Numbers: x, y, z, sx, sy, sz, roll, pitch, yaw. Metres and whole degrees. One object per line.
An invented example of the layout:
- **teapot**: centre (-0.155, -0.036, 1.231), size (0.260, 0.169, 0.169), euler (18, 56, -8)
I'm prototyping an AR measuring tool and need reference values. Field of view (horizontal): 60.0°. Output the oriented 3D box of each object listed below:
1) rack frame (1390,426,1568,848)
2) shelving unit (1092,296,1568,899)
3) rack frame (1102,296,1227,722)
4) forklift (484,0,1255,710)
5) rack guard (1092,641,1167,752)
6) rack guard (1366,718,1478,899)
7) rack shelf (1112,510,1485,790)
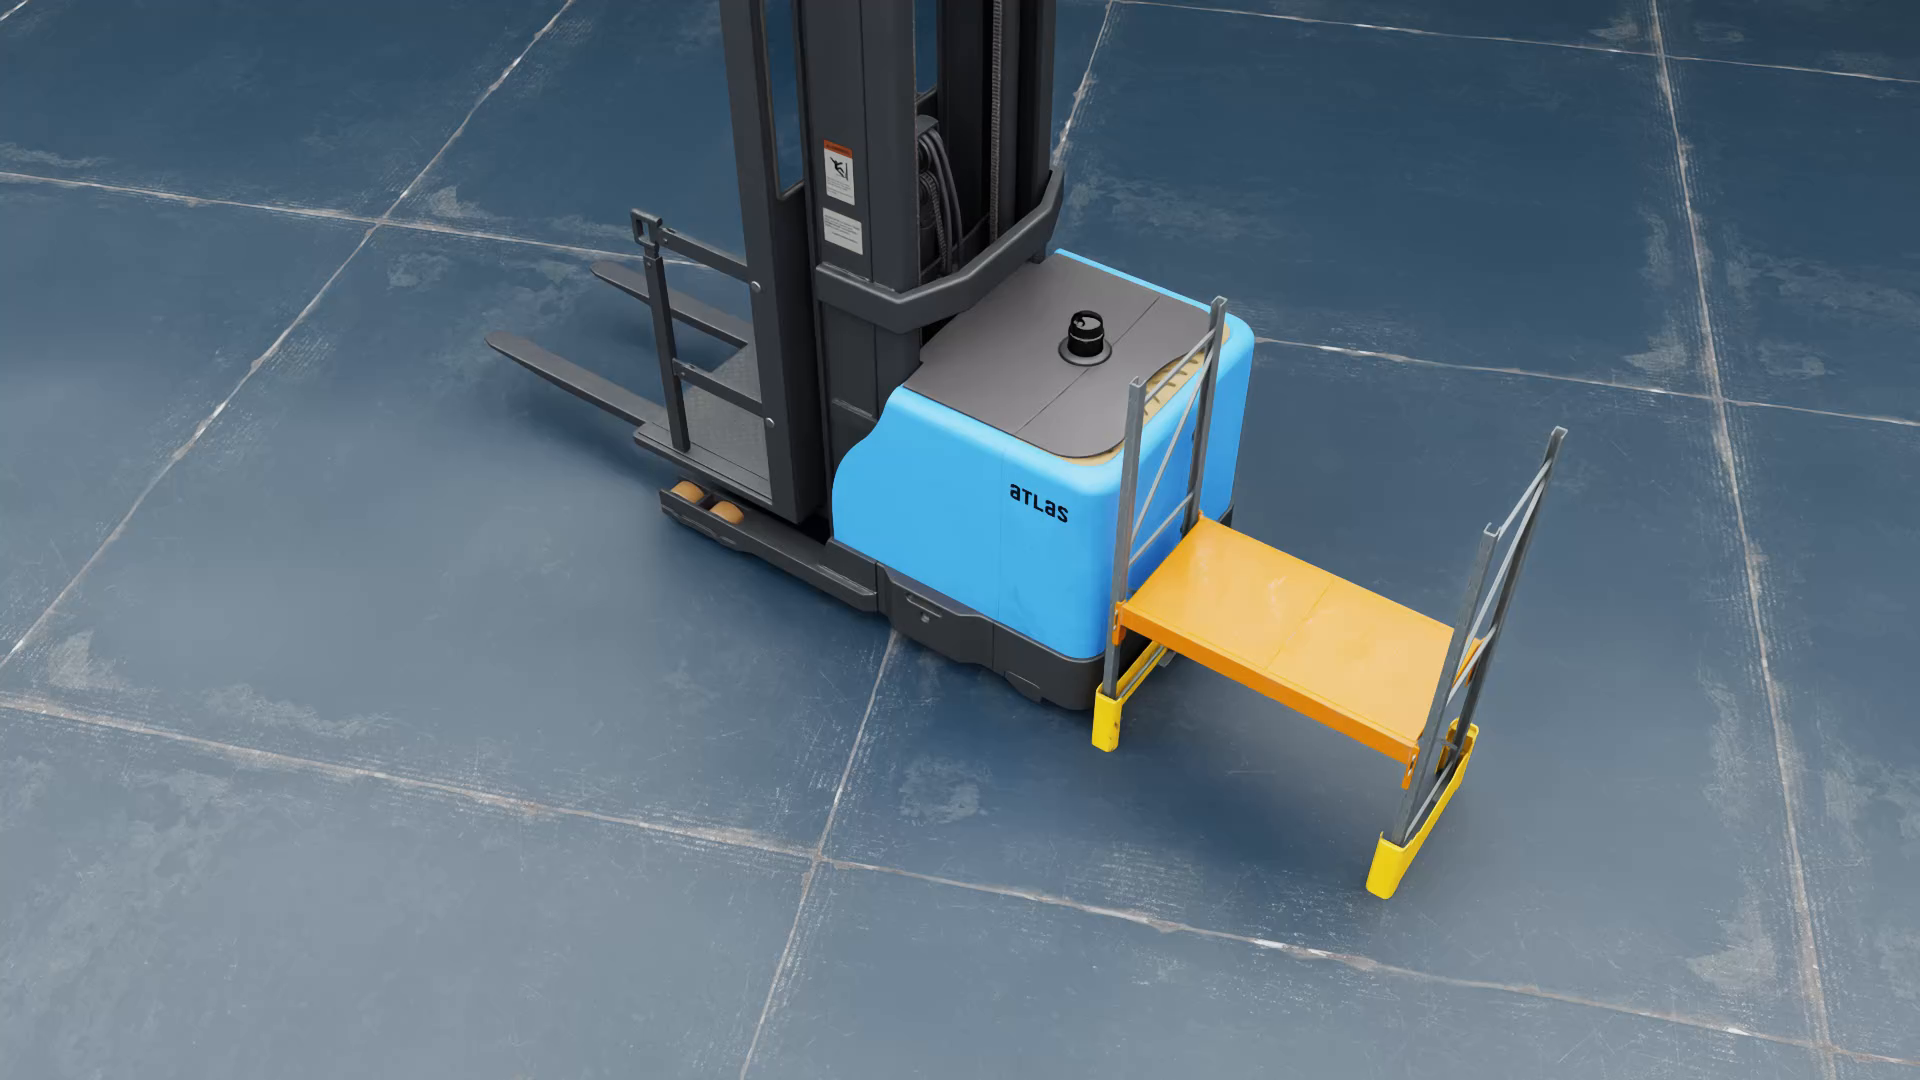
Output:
- **rack frame**: centre (1.449, 0.385, 4.768), size (0.032, 1.500, 0.500), euler (26, 50, 25)
- **shelving unit**: centre (1.041, 0.186, 4.976), size (1.083, 1.500, 0.587), euler (26, 50, 25)
- **rack frame**: centre (0.618, -0.021, 5.191), size (0.032, 1.500, 0.500), euler (26, 50, 25)
- **forklift**: centre (-0.516, -1.308, 5.495), size (3.031, 2.935, 1.130), euler (26, 50, 24)
- **rack guard**: centre (0.634, 0.437, 5.616), size (0.087, 0.250, 0.587), euler (26, 50, 25)
- **rack guard**: centre (1.448, 0.835, 5.202), size (0.087, 0.250, 0.587), euler (26, 50, 25)
- **rack shelf**: centre (1.033, 0.312, 5.104), size (1.000, 0.185, 0.538), euler (26, 50, 25)
